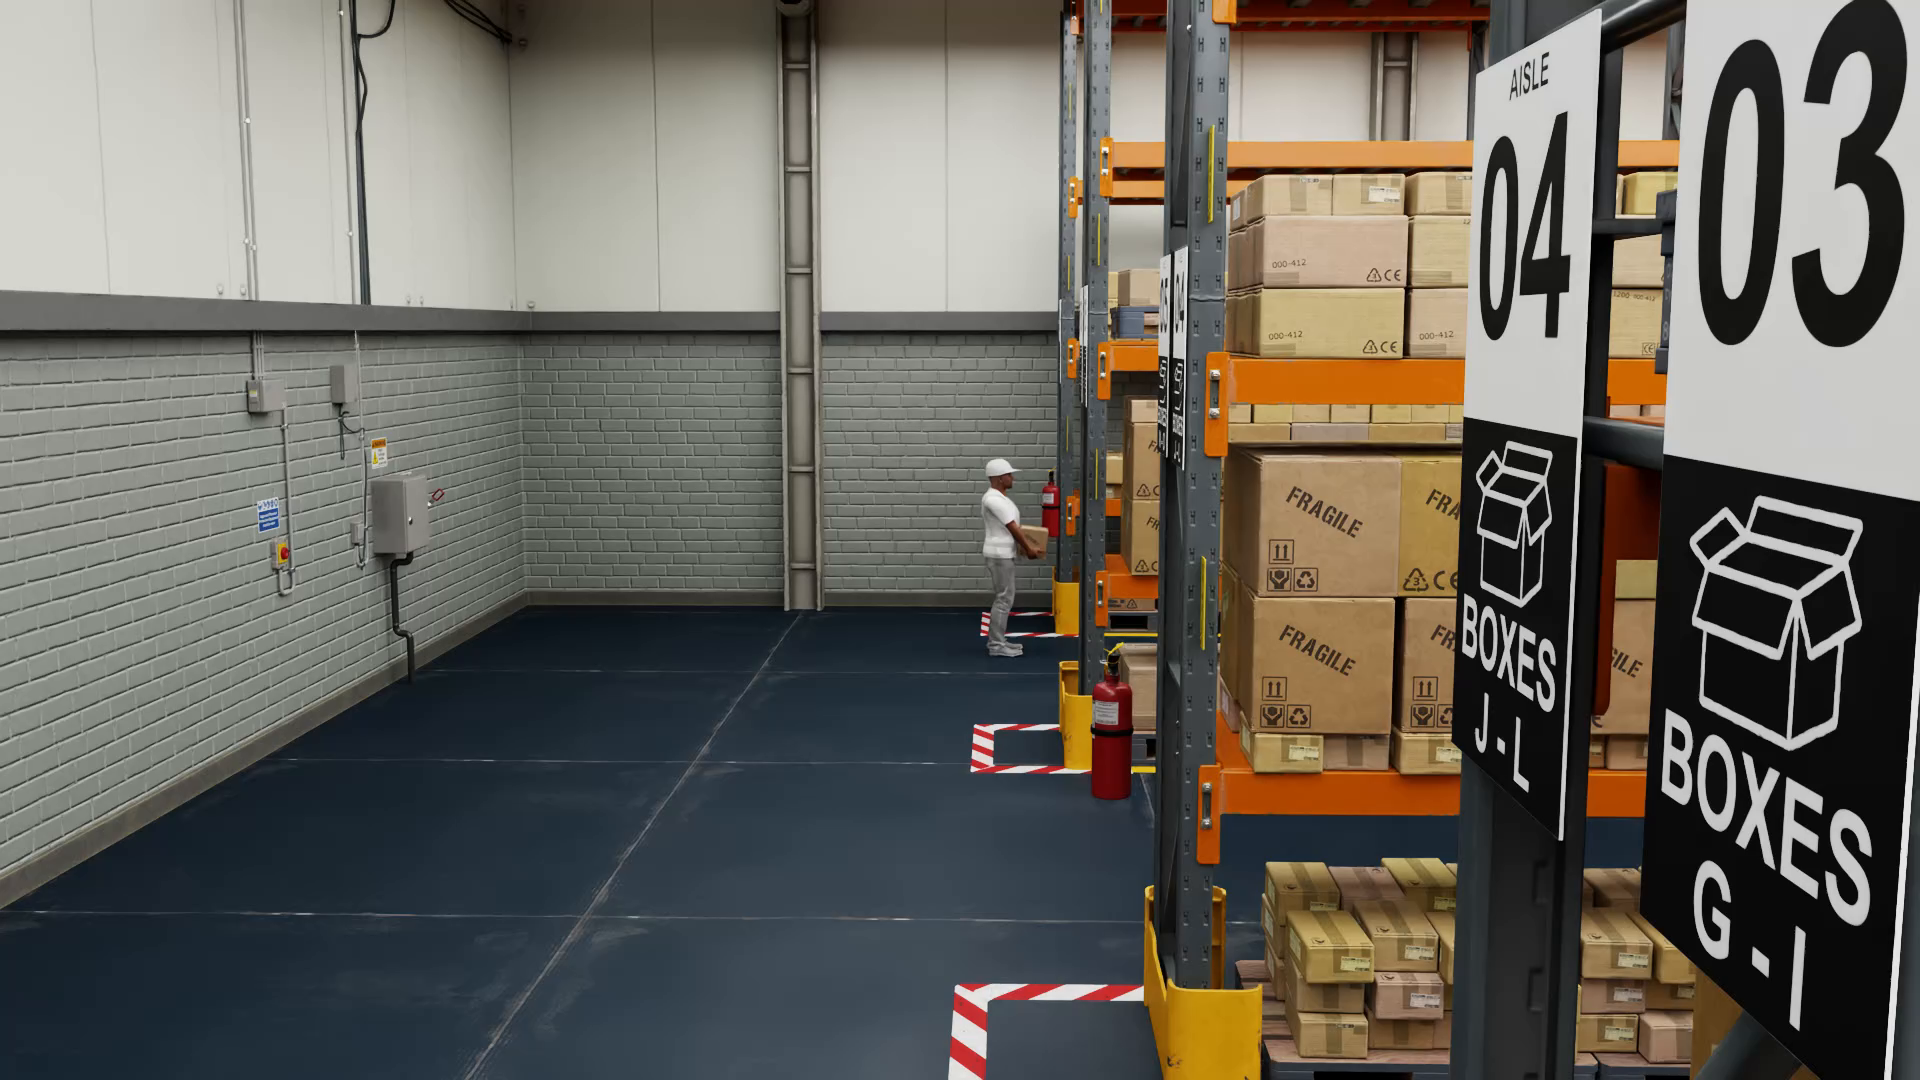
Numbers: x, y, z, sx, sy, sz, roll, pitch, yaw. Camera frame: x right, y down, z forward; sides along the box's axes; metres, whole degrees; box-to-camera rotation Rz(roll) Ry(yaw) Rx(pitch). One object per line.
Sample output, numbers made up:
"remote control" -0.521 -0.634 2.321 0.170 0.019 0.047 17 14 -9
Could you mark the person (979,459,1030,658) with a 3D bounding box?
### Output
"person" 0.402 0.153 14.992 0.455 1.757 0.635 0 7 -1
